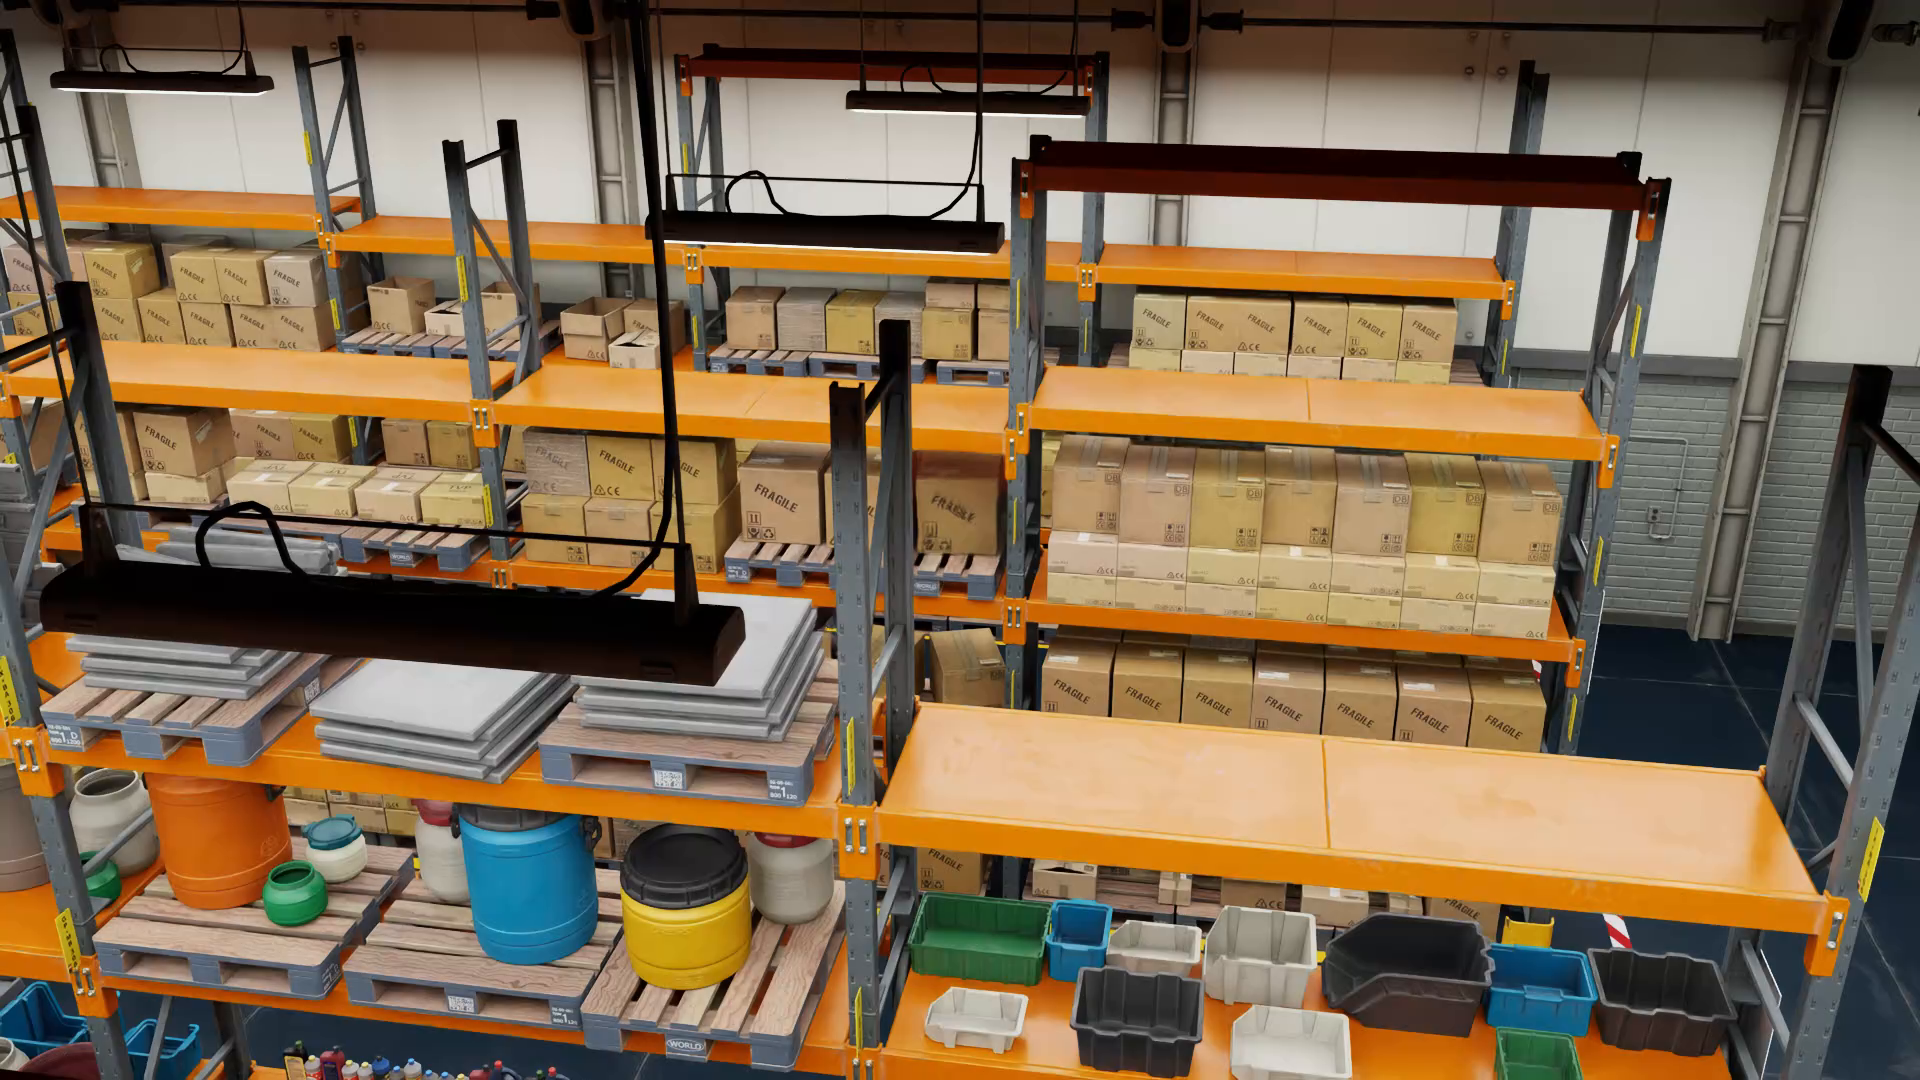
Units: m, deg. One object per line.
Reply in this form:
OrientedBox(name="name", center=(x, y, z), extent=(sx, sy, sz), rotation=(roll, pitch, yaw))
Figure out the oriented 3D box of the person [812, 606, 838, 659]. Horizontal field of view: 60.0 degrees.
OrientedBox(name="person", center=(-1.434, 0.508, 16.571), extent=(0.669, 1.555, 0.561), rotation=(-5, 24, -11))
